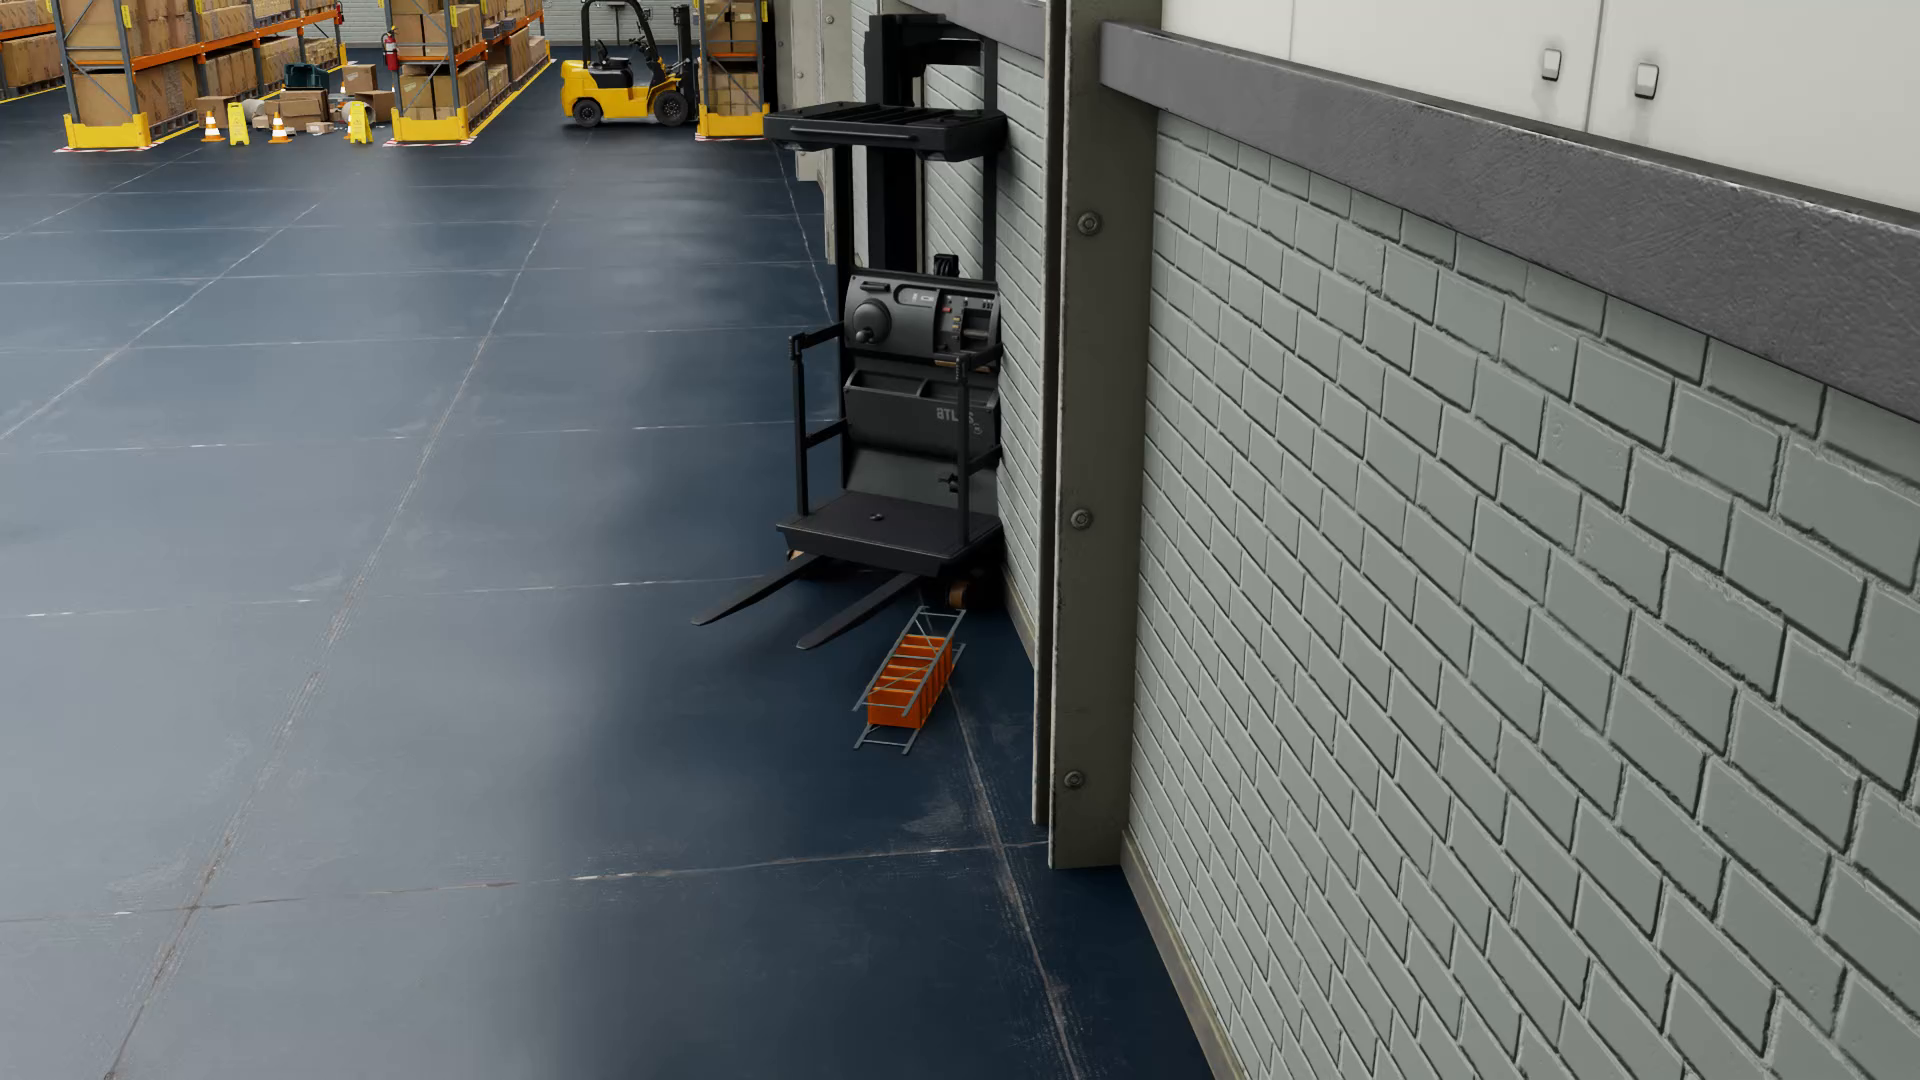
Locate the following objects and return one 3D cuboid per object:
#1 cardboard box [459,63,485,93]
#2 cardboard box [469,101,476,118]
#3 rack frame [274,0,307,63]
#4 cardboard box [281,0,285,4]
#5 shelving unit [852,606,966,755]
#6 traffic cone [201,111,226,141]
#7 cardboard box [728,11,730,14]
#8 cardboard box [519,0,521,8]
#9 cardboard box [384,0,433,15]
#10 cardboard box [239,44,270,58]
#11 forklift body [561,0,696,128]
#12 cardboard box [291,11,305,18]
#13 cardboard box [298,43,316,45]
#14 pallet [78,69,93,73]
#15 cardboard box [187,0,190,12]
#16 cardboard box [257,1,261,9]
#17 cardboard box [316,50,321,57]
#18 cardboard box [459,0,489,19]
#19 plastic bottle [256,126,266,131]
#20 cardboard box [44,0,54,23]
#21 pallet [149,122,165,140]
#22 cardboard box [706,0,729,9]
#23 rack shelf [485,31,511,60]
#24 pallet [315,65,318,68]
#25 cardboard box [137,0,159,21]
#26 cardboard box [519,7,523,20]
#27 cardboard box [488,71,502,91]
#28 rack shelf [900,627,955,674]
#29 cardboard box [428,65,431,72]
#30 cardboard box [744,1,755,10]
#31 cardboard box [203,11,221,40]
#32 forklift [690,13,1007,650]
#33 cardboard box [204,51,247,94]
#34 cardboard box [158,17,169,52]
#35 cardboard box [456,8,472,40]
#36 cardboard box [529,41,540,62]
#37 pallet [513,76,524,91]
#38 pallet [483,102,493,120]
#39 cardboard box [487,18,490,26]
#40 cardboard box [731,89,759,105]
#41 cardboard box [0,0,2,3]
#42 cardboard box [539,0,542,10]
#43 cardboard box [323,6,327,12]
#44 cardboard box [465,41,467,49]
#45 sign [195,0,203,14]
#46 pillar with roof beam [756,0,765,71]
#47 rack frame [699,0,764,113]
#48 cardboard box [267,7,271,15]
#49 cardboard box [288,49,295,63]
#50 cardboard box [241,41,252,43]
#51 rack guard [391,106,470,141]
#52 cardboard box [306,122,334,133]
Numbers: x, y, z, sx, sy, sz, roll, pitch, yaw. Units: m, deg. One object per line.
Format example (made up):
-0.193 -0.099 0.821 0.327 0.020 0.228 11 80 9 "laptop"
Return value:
-8.842 -8.272 29.836 0.500 0.500 0.500 -3 21 -7 "cardboard box"
-8.600 -7.374 28.502 0.500 0.250 0.500 -2 21 -6 "cardboard box"
-15.305 -11.865 37.197 1.000 3.000 0.127 -3 21 -8 "rack frame"
-14.981 -11.778 36.299 0.380 0.149 0.250 -2 21 -5 "cardboard box"
-0.217 0.631 7.750 0.258 0.189 1.200 5 21 12 "shelving unit"
-12.247 -6.777 27.201 0.336 0.463 0.334 -3 21 -8 "traffic cone"
-4.025 -9.536 30.819 0.500 0.500 0.500 -3 21 -8 "cardboard box"
-9.957 -11.822 36.580 0.500 0.250 0.500 -2 21 -6 "cardboard box"
-8.981 -8.815 27.034 0.700 0.500 0.500 -3 21 -9 "cardboard box"
-14.588 -10.108 34.393 0.500 0.250 0.500 -4 21 -10 "cardboard box"
-5.859 -8.414 29.169 2.313 2.155 1.214 -3 21 -8 "forklift body"
-15.022 -11.862 37.548 0.380 0.149 0.250 -2 21 -6 "cardboard box"
-15.353 -11.590 39.084 0.380 0.149 0.250 -4 21 -10 "cardboard box"
-20.260 -10.611 37.824 1.003 0.211 1.213 -3 21 -8 "pallet"
-14.229 -9.782 30.048 0.700 0.500 0.500 -3 21 -9 "cardboard box"
-14.683 -11.062 34.381 0.380 0.149 0.250 -4 21 -9 "cardboard box"
-15.263 -11.454 39.144 0.380 0.149 0.250 -3 21 -8 "cardboard box"
-9.052 -9.940 30.873 0.500 0.500 0.500 -2 21 -6 "cardboard box"
-11.998 -7.063 28.539 0.133 0.061 0.283 -11 23 -26 "plastic bottle"
-19.826 -11.377 35.747 0.500 0.500 0.500 -2 21 -6 "cardboard box"
-13.768 -6.677 27.291 1.003 0.211 1.213 -3 21 -8 "pallet"
-4.134 -9.113 28.333 0.380 0.149 0.250 -3 21 -7 "cardboard box"
-9.557 -9.735 32.523 1.077 0.370 4.000 -3 21 -8 "rack shelf"
-15.437 -10.790 38.303 1.003 0.211 1.213 -3 21 -8 "pallet"
-13.707 -8.803 27.242 0.875 0.550 0.550 -3 21 -8 "cardboard box"
-10.035 -11.760 37.131 0.500 0.250 0.500 -3 21 -9 "cardboard box"
-9.555 -9.016 32.725 0.950 0.372 0.625 -2 21 -6 "cardboard box"
-0.154 0.534 8.010 0.258 0.180 0.103 5 21 12 "rack shelf"
-9.218 -8.034 28.270 0.380 0.149 0.250 -3 21 -7 "cardboard box"
-3.594 -8.959 27.921 0.380 0.149 0.250 -2 21 -6 "cardboard box"
-14.035 -9.512 30.755 0.500 0.500 0.500 -3 21 -7 "cardboard box"
-0.296 -1.179 8.683 1.130 2.935 3.031 11 23 26 "forklift"
-14.601 -9.105 32.422 1.050 0.750 0.750 -3 21 -7 "cardboard box"
-13.848 -8.478 27.913 0.875 0.550 0.500 -3 21 -8 "cardboard box"
-8.719 -8.890 28.664 0.500 0.500 0.500 -3 21 -9 "cardboard box"
-10.535 -11.679 39.760 0.875 0.438 0.875 -4 21 -9 "cardboard box"
-9.884 -9.735 35.480 1.003 0.211 1.213 -3 21 -8 "pallet"
-9.137 -7.843 30.413 1.003 0.211 1.213 -3 21 -8 "pallet"
-9.063 -9.753 31.301 0.380 0.149 0.250 -2 21 -7 "cardboard box"
-3.643 -7.563 28.293 0.500 0.250 0.500 -3 21 -7 "cardboard box"
-19.741 -11.036 33.400 0.797 0.503 0.637 -2 21 -6 "cardboard box"
-10.667 -13.428 41.238 0.500 0.500 0.500 -3 21 -7 "cardboard box"
-15.446 -12.772 39.985 0.380 0.149 0.250 -2 21 -6 "cardboard box"
-8.712 -8.547 28.673 0.380 0.149 0.250 -3 21 -9 "cardboard box"
-13.603 -9.566 29.692 0.100 0.325 0.005 -3 21 -8 "sign"
-8.979 -15.281 37.769 9.100 9.000 0.400 -3 21 -8 "pillar with roof beam"
-3.780 -8.247 27.509 1.000 3.000 0.127 -3 21 -8 "rack frame"
-14.787 -11.183 35.130 0.380 0.149 0.250 -3 21 -7 "cardboard box"
-14.876 -10.470 36.433 0.500 0.500 0.500 -3 21 -9 "cardboard box"
-15.228 -10.432 35.260 0.500 0.250 0.500 -2 21 -6 "cardboard box"
-8.703 -6.850 27.343 1.175 0.500 0.348 -3 21 -8 "rack guard"
-10.879 -7.011 28.275 0.380 0.149 0.250 8 22 20 "cardboard box"
